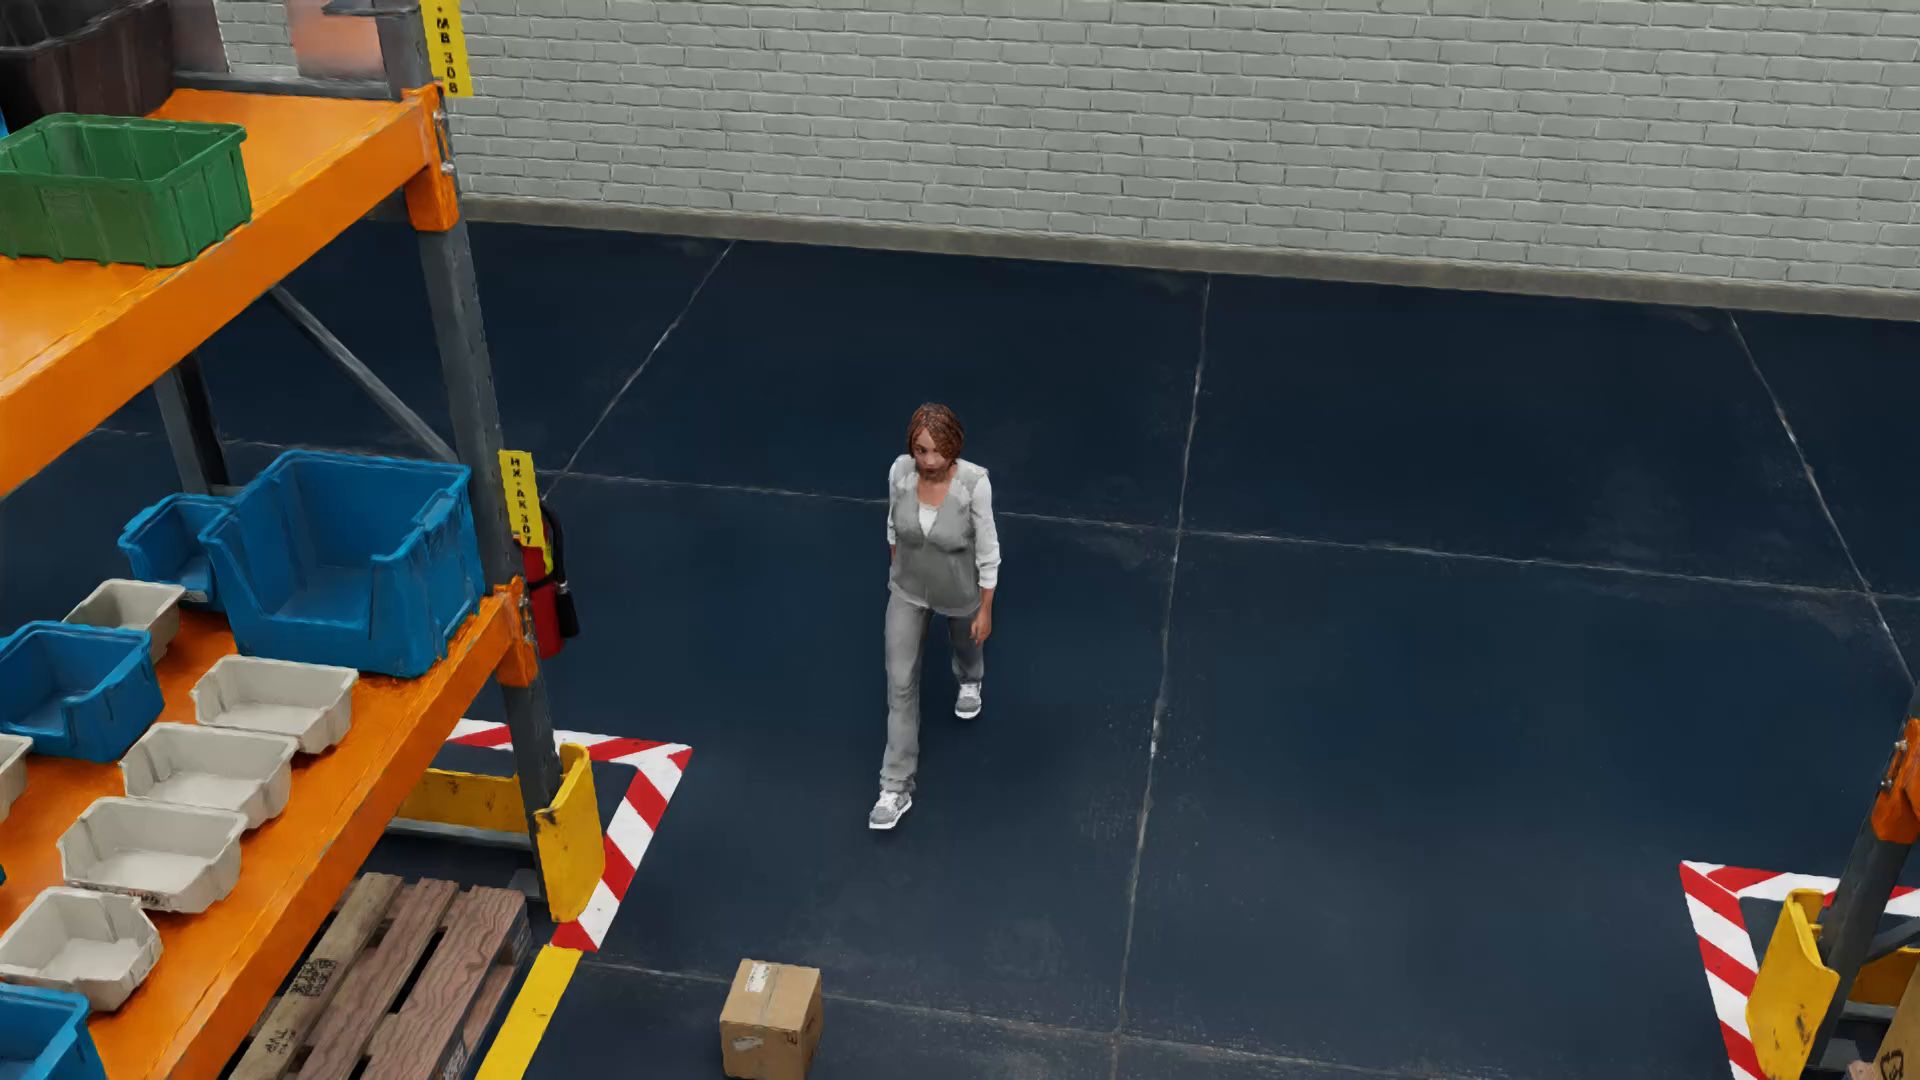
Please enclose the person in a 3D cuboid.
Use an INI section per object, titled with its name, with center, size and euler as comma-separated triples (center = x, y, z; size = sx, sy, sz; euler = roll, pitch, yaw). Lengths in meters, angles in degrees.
[person]
center = -0.068, 0.190, 5.865
size = 0.428, 1.516, 1.009
euler = 6, 33, 9
